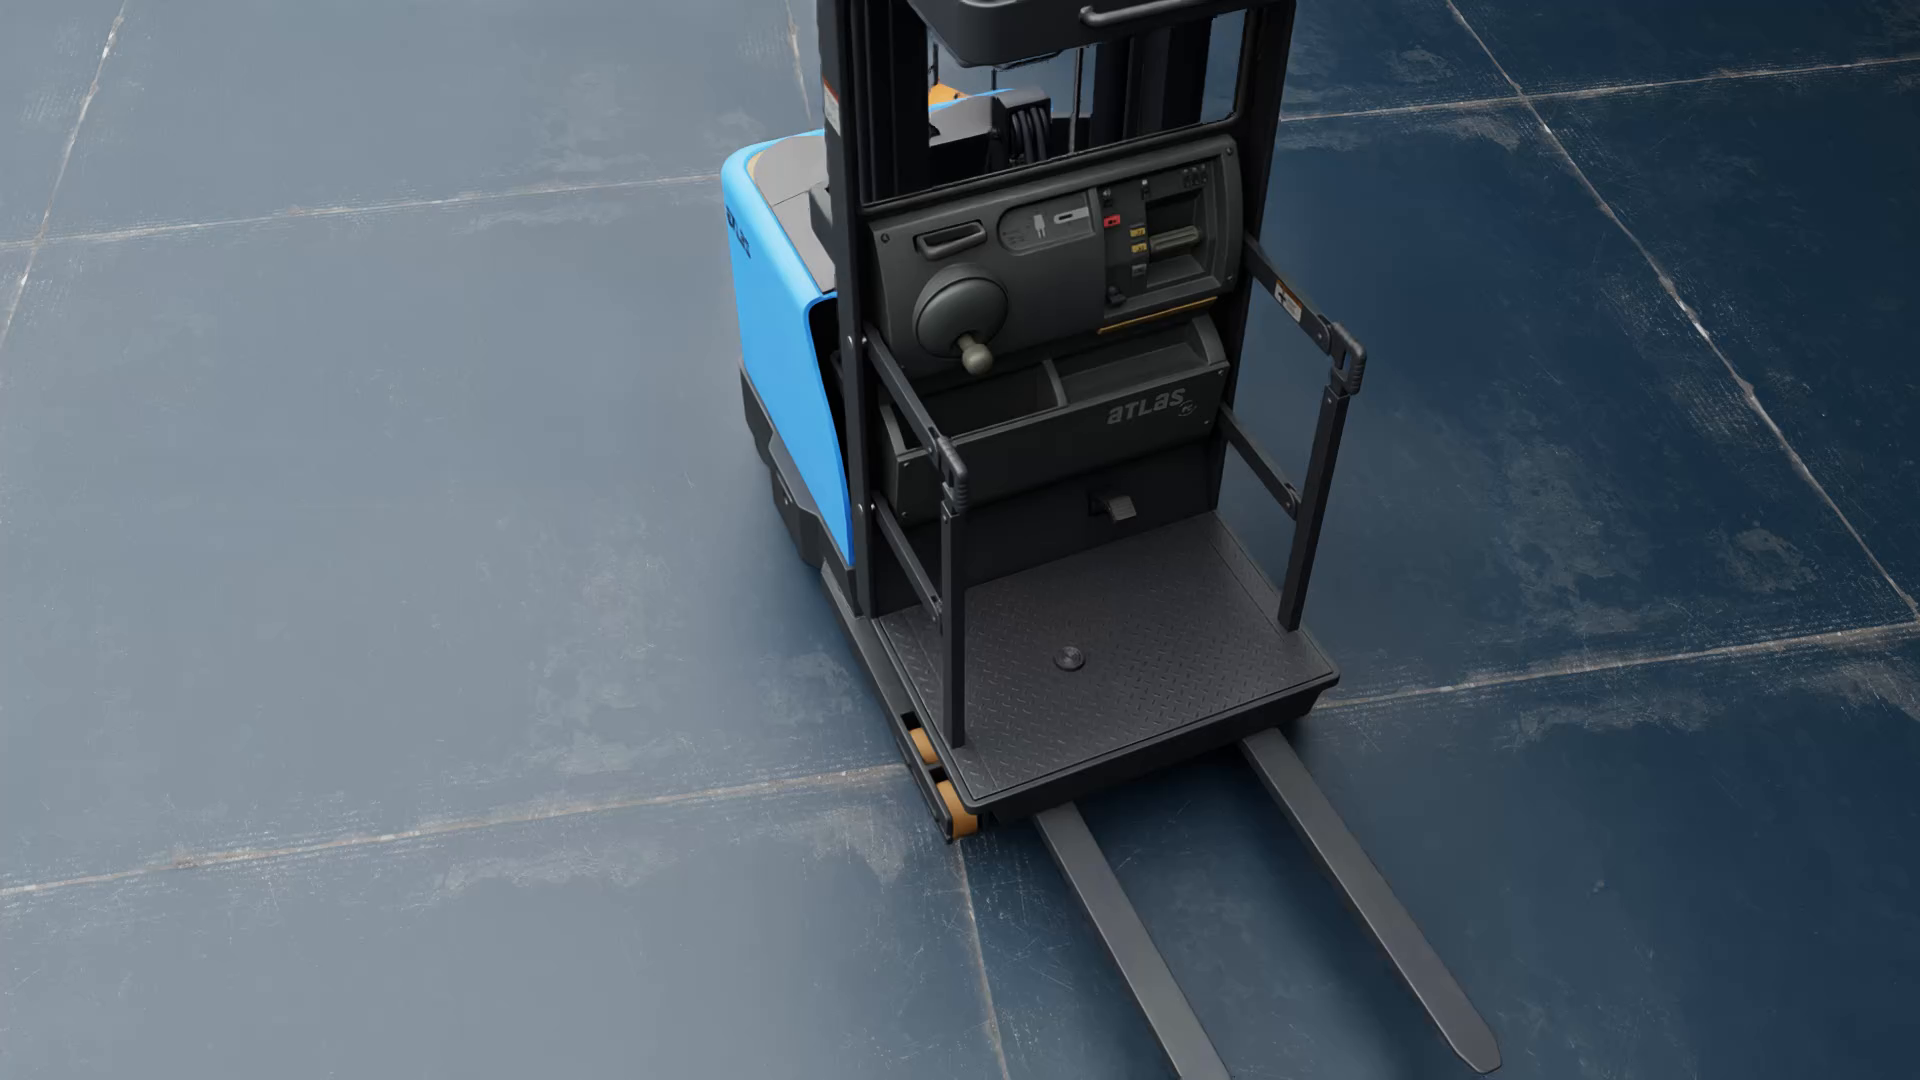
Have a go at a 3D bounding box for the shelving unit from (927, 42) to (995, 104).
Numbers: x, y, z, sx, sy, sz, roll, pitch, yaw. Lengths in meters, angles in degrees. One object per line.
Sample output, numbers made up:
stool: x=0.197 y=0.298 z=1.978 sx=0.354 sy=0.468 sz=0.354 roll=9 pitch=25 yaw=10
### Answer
shelving unit: x=-0.049 y=-1.119 z=5.599 sx=0.252 sy=1.050 sz=0.215 roll=32 pitch=54 yaw=27

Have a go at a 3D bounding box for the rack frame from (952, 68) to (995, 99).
rack frame: x=0.042 y=-1.061 z=5.543 sx=0.008 sy=1.050 sz=0.200 roll=32 pitch=54 yaw=27

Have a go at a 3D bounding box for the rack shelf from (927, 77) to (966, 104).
rack shelf: x=-0.049 y=-1.309 z=5.402 sx=0.240 sy=0.259 sz=0.215 roll=32 pitch=54 yaw=27

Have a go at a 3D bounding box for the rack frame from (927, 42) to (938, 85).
rack frame: x=-0.141 y=-1.177 z=5.655 sx=0.008 sy=1.050 sz=0.200 roll=32 pitch=54 yaw=27

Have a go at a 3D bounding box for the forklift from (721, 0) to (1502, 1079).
forklift: x=0.332 y=-0.572 z=3.766 sx=1.130 sy=2.935 sz=3.031 roll=-17 pitch=48 yaw=-16
